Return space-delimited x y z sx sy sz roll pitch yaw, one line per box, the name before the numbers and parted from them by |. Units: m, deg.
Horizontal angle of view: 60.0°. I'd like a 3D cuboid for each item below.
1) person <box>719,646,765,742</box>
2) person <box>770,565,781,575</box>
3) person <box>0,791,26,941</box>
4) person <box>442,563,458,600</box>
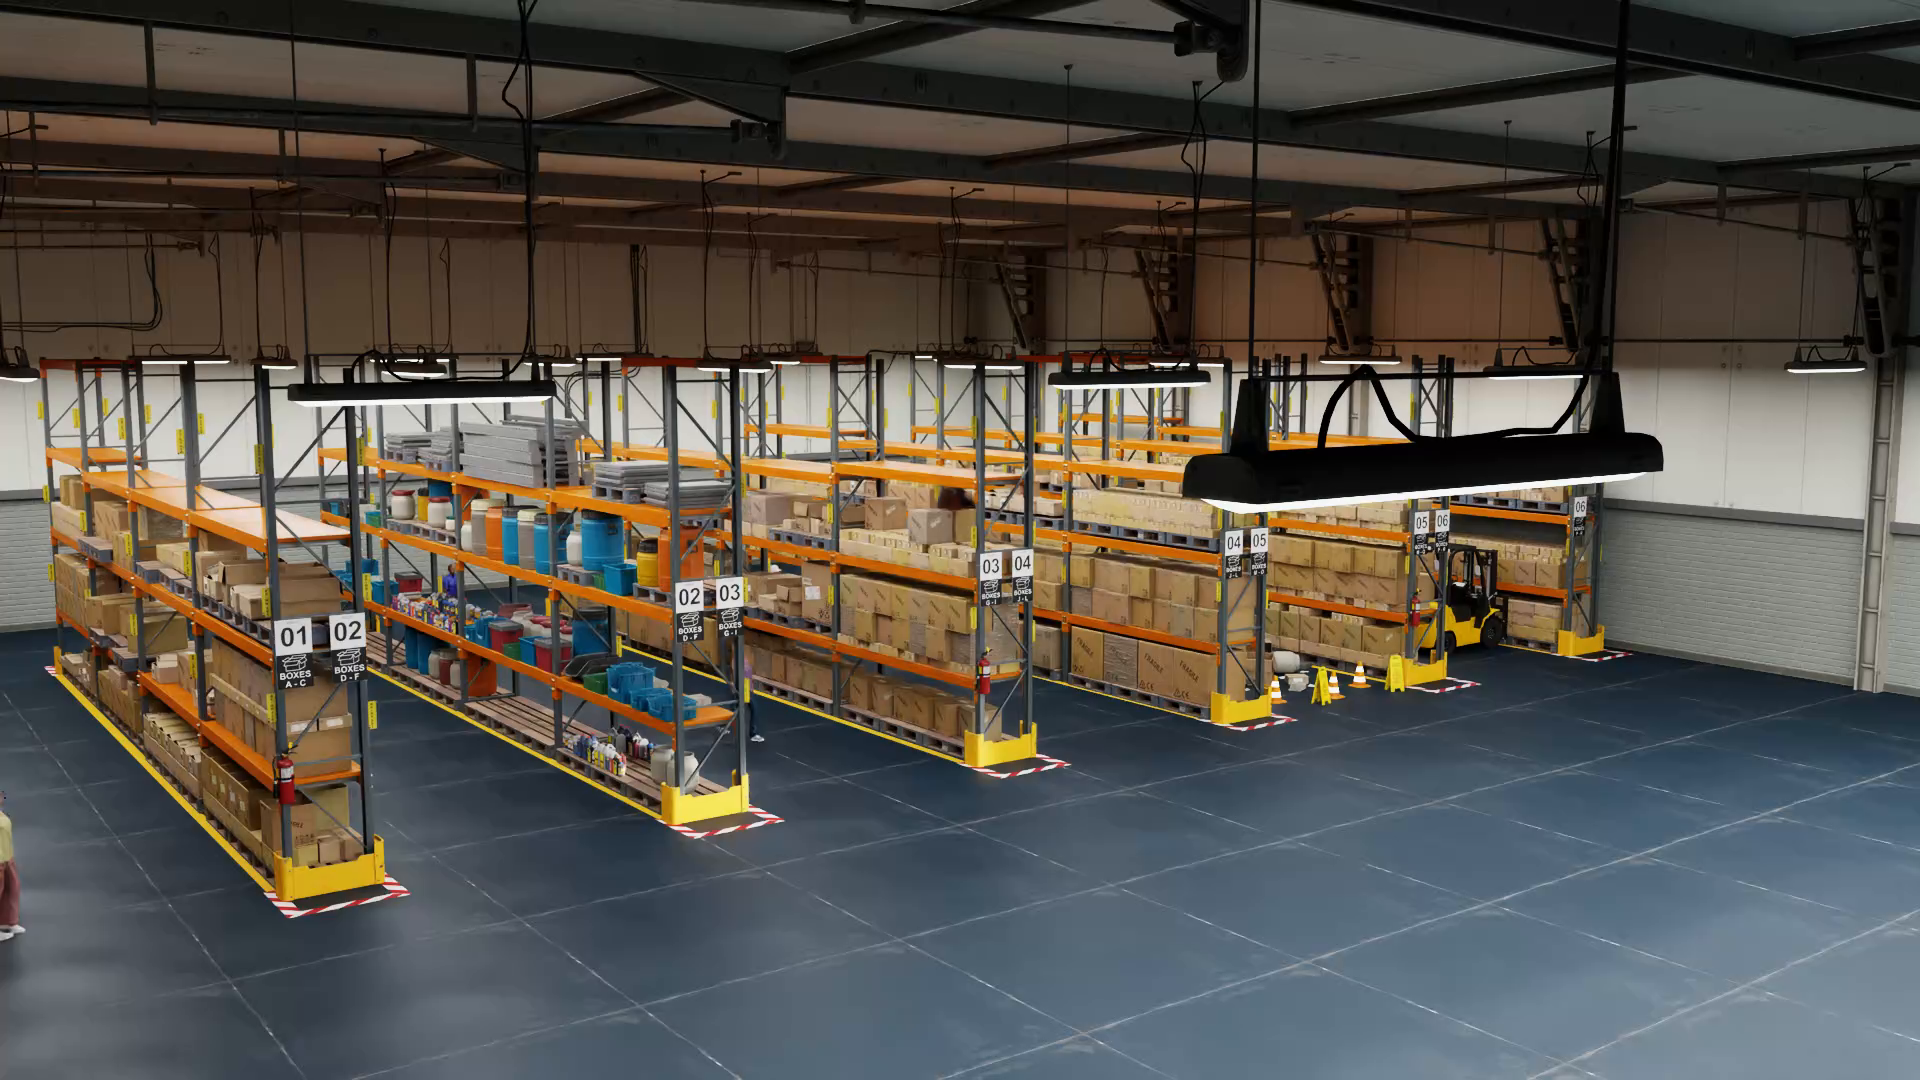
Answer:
person | -3.464 2.410 26.328 0.868 1.528 0.403 6 9 39
person | -3.773 1.400 33.773 0.394 1.809 0.629 -2 7 -19
person | -10.200 3.411 17.623 0.339 1.693 0.537 0 7 -2
person | -10.762 1.298 35.326 0.478 1.610 0.964 -7 10 -44
